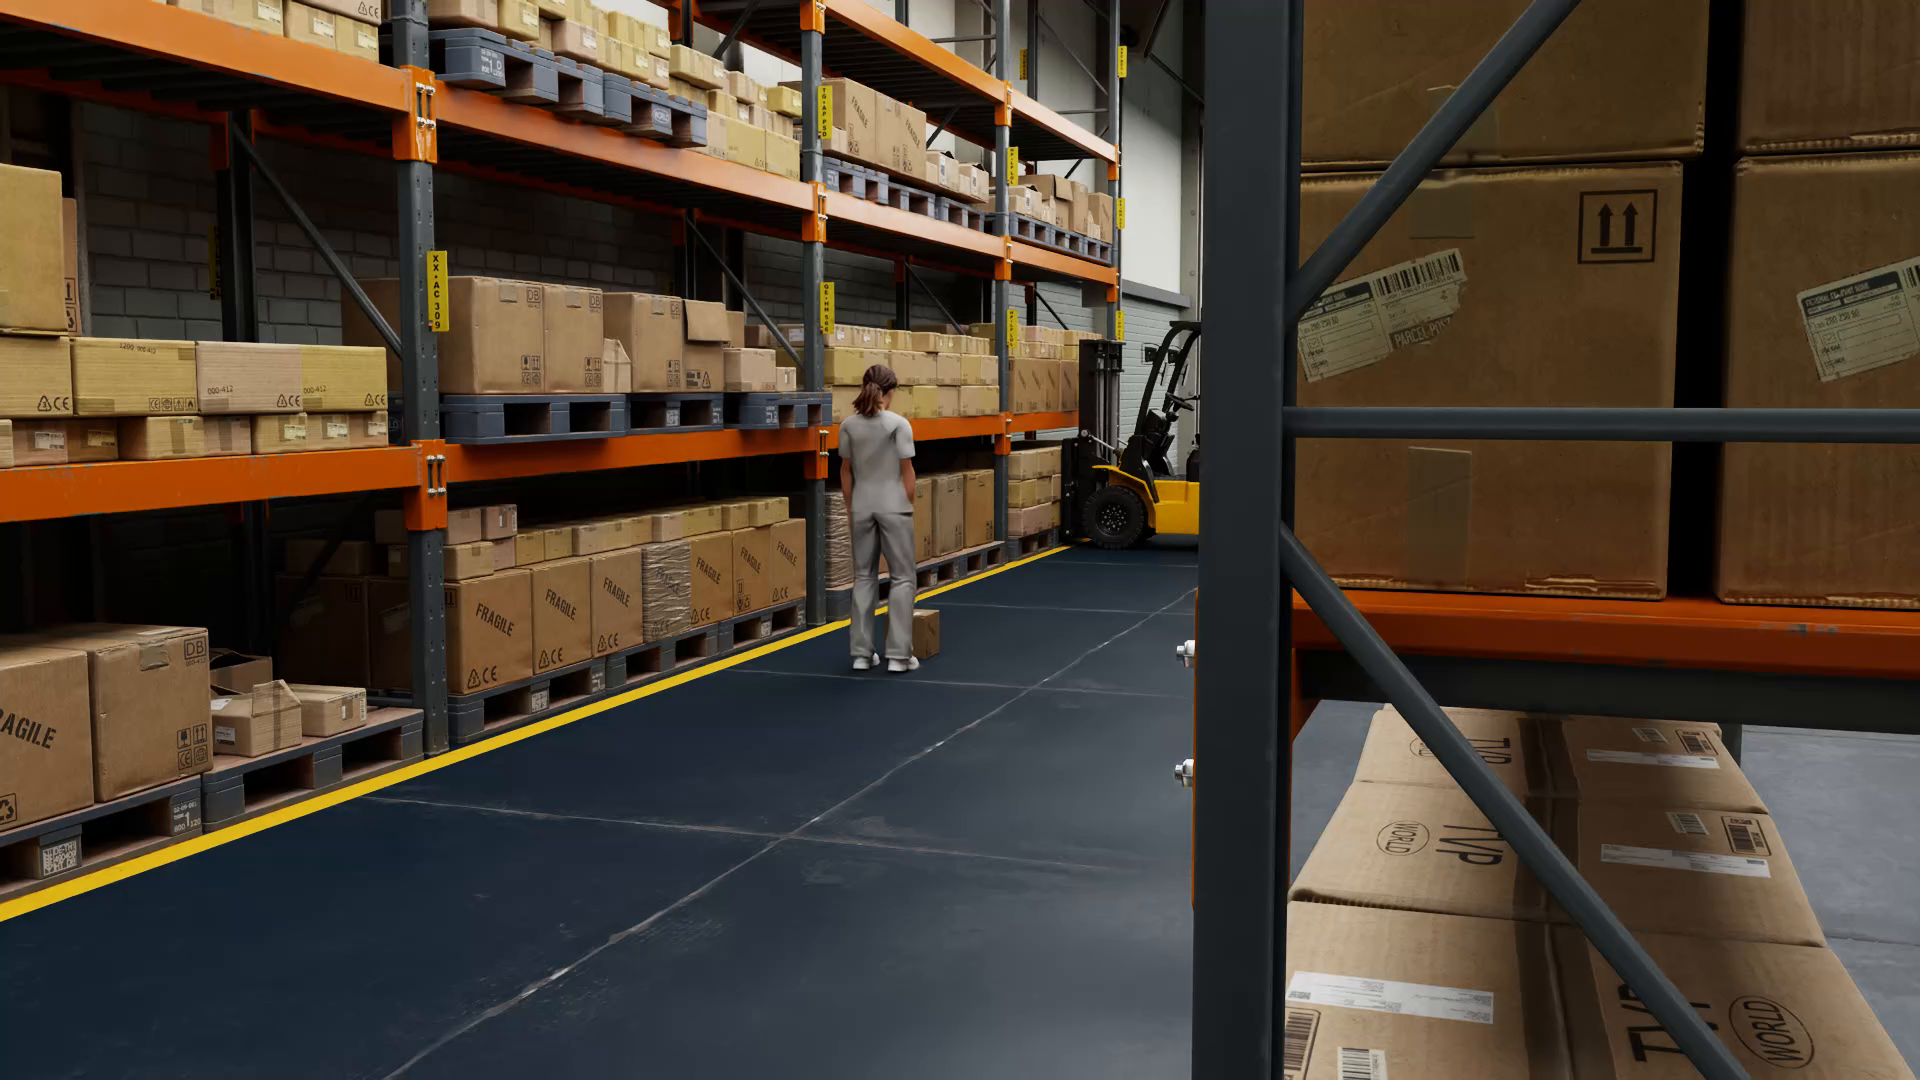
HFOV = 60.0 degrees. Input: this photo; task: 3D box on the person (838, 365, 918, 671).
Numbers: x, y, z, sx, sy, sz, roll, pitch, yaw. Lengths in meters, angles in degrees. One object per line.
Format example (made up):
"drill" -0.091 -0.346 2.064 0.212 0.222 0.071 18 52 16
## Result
"person" -0.450 -0.119 9.077 0.445 1.669 0.355 2 6 19
